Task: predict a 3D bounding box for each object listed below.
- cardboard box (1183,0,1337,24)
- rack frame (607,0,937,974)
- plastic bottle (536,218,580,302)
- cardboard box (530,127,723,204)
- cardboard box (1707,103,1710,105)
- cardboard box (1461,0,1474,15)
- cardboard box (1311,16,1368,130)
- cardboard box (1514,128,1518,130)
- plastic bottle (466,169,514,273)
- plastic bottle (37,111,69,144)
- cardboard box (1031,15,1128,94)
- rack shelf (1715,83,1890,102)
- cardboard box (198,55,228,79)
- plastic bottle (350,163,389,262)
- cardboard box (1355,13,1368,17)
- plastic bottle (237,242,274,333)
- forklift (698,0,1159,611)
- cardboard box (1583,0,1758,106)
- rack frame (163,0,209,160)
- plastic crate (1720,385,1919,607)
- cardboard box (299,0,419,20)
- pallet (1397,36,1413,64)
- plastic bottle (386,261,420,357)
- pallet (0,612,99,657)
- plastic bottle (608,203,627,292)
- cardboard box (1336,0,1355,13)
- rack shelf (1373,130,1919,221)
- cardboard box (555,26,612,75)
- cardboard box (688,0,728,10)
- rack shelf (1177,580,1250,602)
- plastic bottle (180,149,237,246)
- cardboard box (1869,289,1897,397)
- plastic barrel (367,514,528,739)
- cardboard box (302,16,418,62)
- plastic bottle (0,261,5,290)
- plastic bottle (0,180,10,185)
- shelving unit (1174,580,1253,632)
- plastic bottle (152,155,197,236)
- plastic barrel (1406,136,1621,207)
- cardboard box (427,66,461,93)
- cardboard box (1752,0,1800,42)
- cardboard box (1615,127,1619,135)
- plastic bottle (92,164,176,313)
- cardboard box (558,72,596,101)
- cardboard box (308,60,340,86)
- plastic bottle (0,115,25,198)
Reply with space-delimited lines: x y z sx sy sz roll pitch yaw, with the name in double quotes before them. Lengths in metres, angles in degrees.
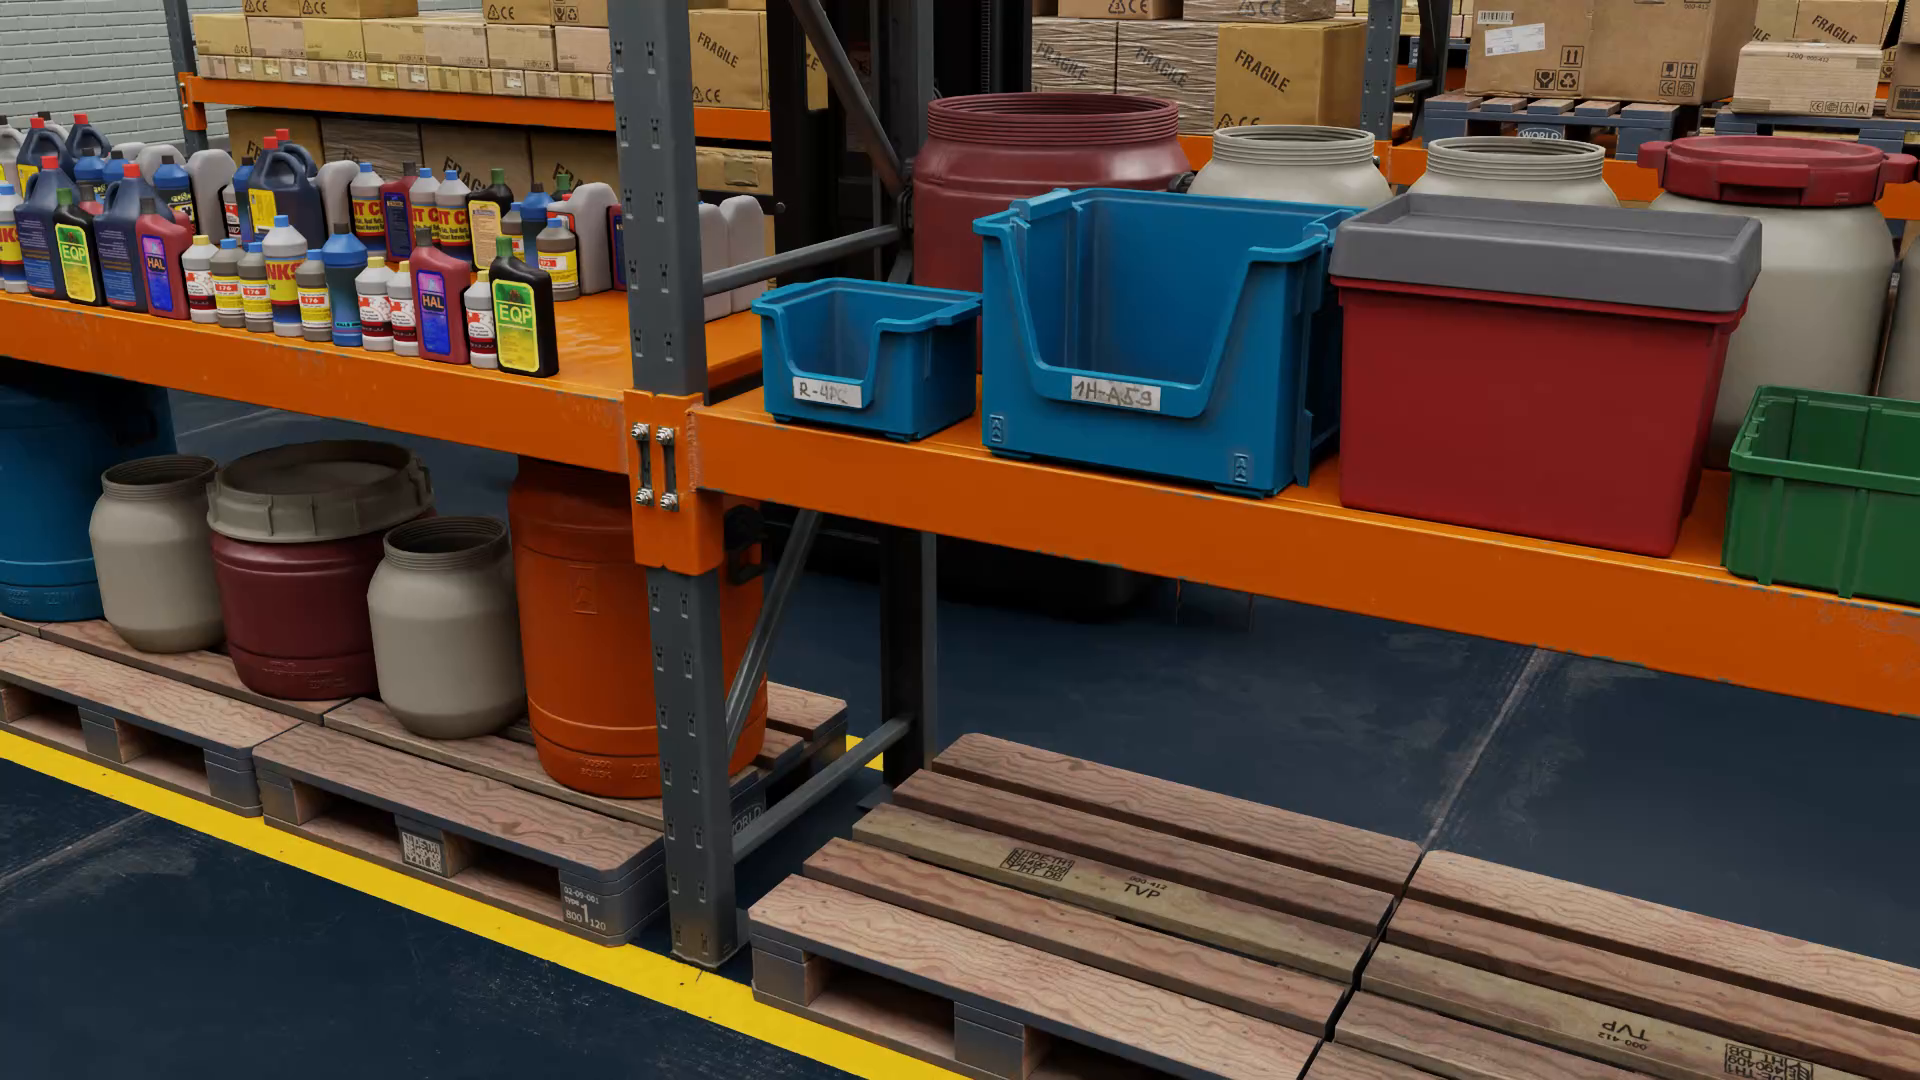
"cardboard box" 1.430 -2.723 7.856 0.637 0.503 0.797 12 23 29
"rack frame" -0.355 -0.604 3.630 0.127 3.000 1.000 11 23 27
"plastic bottle" -1.024 -0.715 4.229 0.097 0.201 0.097 0 20 0
"cardboard box" -1.969 -2.075 10.188 0.875 0.875 0.875 11 23 27
"cardboard box" 9.080 -5.682 20.682 0.500 0.500 0.500 12 23 29
"cardboard box" 3.680 -3.748 11.614 0.250 0.149 0.380 12 23 29
"cardboard box" 1.769 -2.287 8.124 0.500 0.500 0.500 12 23 29
"cardboard box" 3.843 -2.948 12.045 0.500 0.250 0.500 10 22 26
"plastic bottle" -1.275 -0.868 4.531 0.133 0.283 0.061 11 23 27
"plastic bottle" -2.885 -1.190 5.320 0.185 0.351 0.144 11 23 27
"cardboard box" 0.621 -2.303 8.170 0.500 0.500 0.500 10 22 26
"rack shelf" 6.313 -2.867 10.925 4.000 0.370 1.077 11 23 27
"cardboard box" -4.775 -3.133 10.972 0.250 0.149 0.380 11 23 28
"plastic bottle" -1.671 -0.931 4.721 0.097 0.271 0.097 0 20 0
"cardboard box" 3.020 -3.734 12.012 0.250 0.149 0.380 10 22 25
"plastic bottle" -1.635 -0.594 3.896 0.097 0.201 0.097 0 20 0
"forklift" -0.551 -1.482 6.153 3.031 2.935 1.130 11 23 27
"cardboard box" 3.087 -2.182 7.218 0.500 0.500 0.700 15 25 35
"rack frame" -4.924 -3.409 11.363 0.127 3.000 1.000 11 23 27
"plastic crate" 1.479 -0.044 2.399 0.662 0.188 0.450 11 23 27
"cardboard box" -3.745 -3.503 10.306 0.500 0.500 0.500 10 22 26
"pallet" 2.819 -3.765 12.626 1.213 0.211 1.003 11 23 27
"plastic bottle" -1.210 -0.513 3.673 0.097 0.201 0.097 0 20 0
"pallet" -3.194 0.183 5.552 1.213 0.211 1.003 11 23 27
"plastic bottle" -0.840 -0.785 4.302 0.133 0.283 0.061 11 23 27
"cardboard box" 2.787 -3.918 12.082 0.250 0.149 0.380 11 23 29
"rack shelf" 3.806 -1.407 6.901 4.000 0.370 1.077 11 23 27
"cardboard box" -1.945 -2.808 9.491 0.500 0.250 0.500 10 22 26
"cardboard box" -1.725 -3.321 9.805 0.500 0.500 0.500 11 23 27
"rack shelf" 0.860 0.041 5.559 0.240 0.259 0.215 4 20 11
"plastic bottle" -2.266 -1.036 5.003 0.135 0.276 0.152 11 23 27
"cardboard box" 4.131 -0.731 7.002 0.500 0.500 0.700 9 22 23
"plastic barrel" -1.327 0.225 4.379 0.421 0.512 0.421 0 20 0
"cardboard box" -3.743 -3.149 10.430 0.500 0.250 0.500 10 22 26
"plastic bottle" -2.530 -0.798 4.355 0.097 0.271 0.097 0 20 0
"plastic bottle" -2.746 -0.911 4.661 0.135 0.276 0.152 11 23 27
"shelving unit" 0.860 -0.231 5.461 0.252 1.050 0.215 4 20 11
"plastic bottle" -2.311 -0.993 4.893 0.097 0.271 0.097 0 20 0
"plastic barrel" 1.015 -0.479 3.122 0.421 0.512 0.421 0 20 0
"cardboard box" -2.980 -2.792 10.032 0.250 0.149 0.380 10 22 26
"cardboard box" 5.273 -3.346 11.044 0.500 0.500 0.500 11 22 27
"cardboard box" 6.331 -4.367 16.504 0.875 0.875 0.875 11 22 27
"plastic bottle" -2.033 -0.750 4.105 0.185 0.351 0.144 11 23 27
"cardboard box" -2.083 -2.621 9.561 0.250 0.149 0.380 11 23 28
"cardboard box" -3.877 -2.963 10.503 0.250 0.149 0.380 10 22 26
"plastic bottle" -2.956 -1.147 5.201 0.185 0.351 0.144 11 23 27
